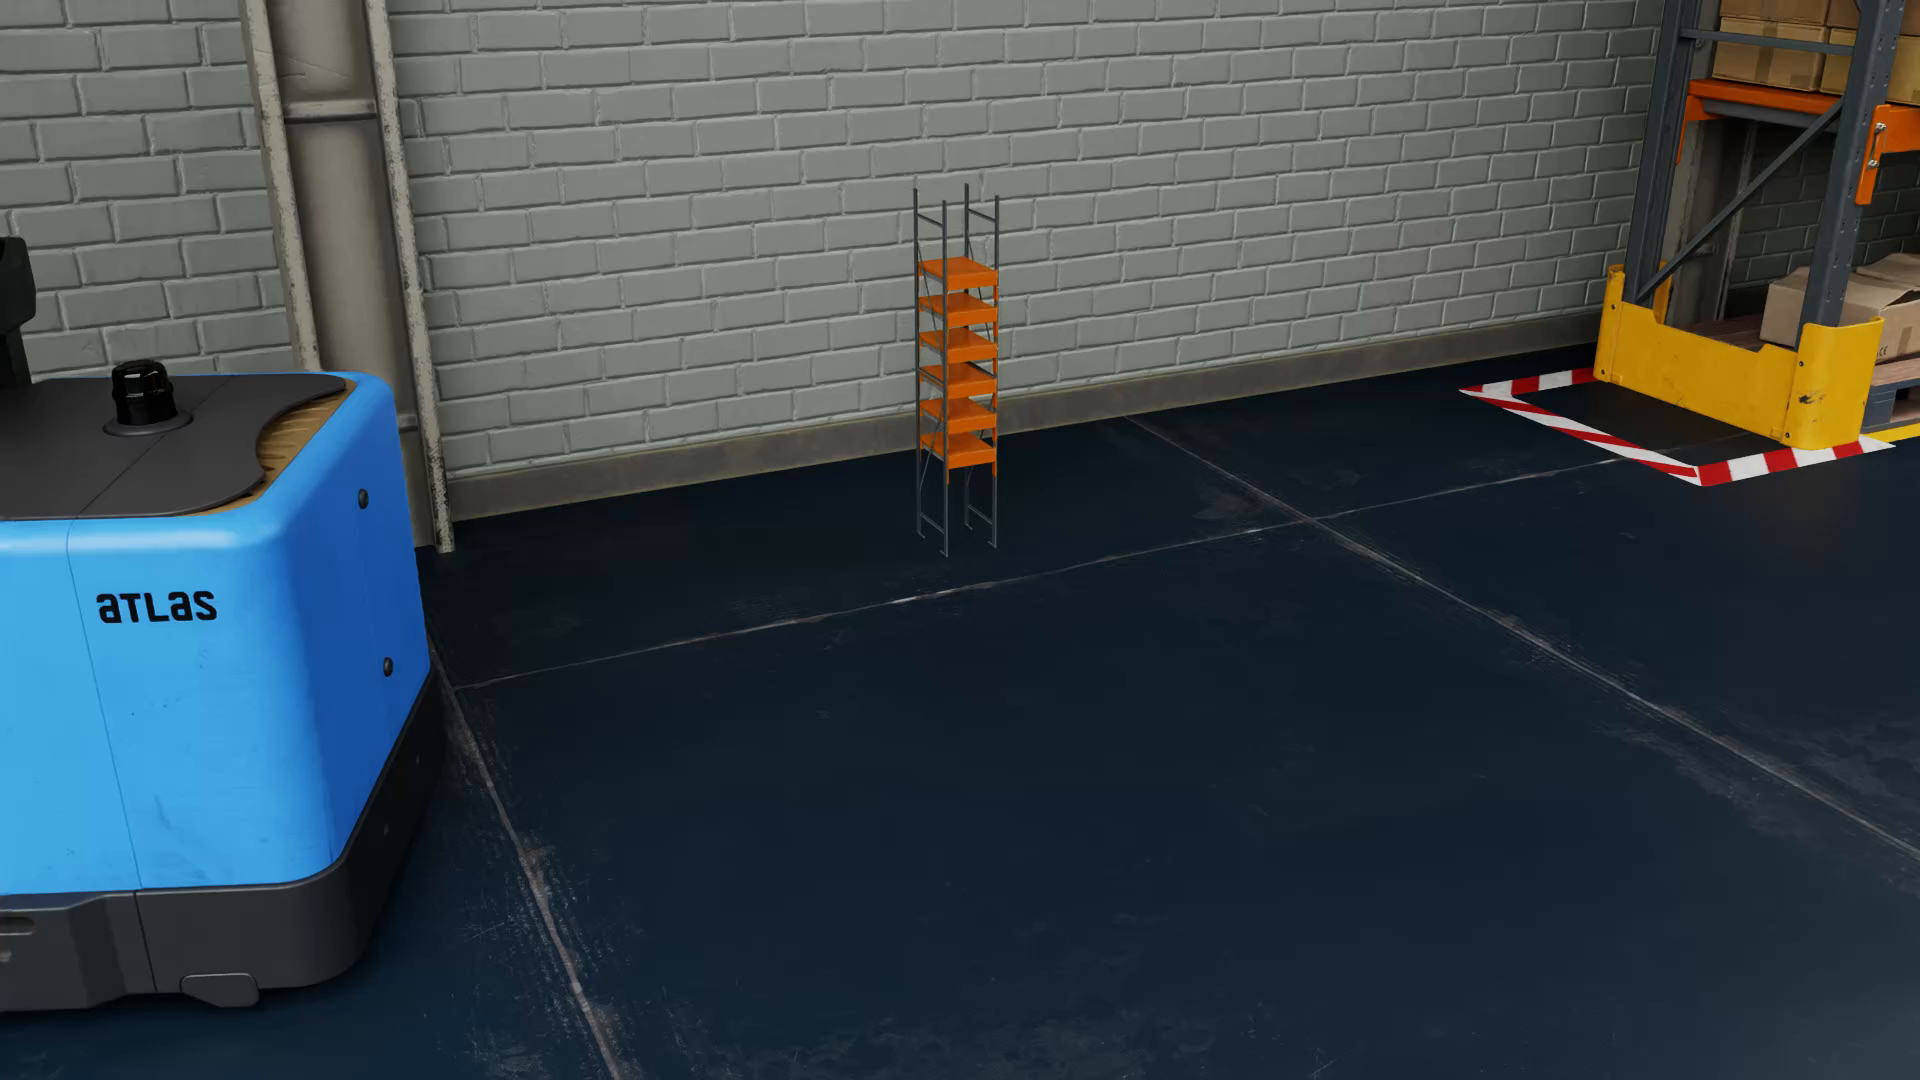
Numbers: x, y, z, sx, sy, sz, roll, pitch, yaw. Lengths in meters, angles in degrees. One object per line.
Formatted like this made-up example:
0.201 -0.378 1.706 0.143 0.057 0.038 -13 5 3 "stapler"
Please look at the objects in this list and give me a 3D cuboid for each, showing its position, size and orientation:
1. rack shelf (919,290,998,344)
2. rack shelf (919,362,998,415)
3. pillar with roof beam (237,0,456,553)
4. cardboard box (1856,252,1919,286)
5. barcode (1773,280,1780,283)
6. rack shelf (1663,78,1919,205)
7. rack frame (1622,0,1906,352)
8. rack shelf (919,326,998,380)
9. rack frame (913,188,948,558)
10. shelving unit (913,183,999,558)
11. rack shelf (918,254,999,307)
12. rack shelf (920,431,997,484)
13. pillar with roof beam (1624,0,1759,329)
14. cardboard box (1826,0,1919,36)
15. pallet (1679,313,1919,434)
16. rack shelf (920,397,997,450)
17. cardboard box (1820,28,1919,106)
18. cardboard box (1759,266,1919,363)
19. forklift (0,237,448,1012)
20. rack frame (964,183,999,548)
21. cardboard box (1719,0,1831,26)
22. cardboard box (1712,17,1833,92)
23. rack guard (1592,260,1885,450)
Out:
-0.013 -0.733 5.440 0.180 0.103 0.258 -10 25 -24 "rack shelf"
-0.013 -0.511 5.532 0.180 0.103 0.258 -10 25 -24 "rack shelf"
-0.096 -2.658 0.406 0.400 9.000 9.100 -10 25 -24 "pillar with roof beam"
4.364 -1.090 7.402 0.500 0.311 0.500 -8 24 -19 "cardboard box"
3.693 -1.141 7.512 0.075 0.075 0.001 -10 25 -24 "barcode"
4.990 -1.950 7.481 4.000 0.370 1.077 -10 25 -24 "rack shelf"
3.188 -1.951 6.541 0.127 3.000 1.000 -10 25 -24 "rack frame"
-0.013 -0.622 5.486 0.180 0.103 0.258 -10 25 -24 "rack shelf"
-0.095 -0.537 5.478 0.006 1.200 0.240 -10 25 -24 "rack frame"
-0.013 -0.552 5.515 0.189 1.200 0.258 -10 25 -24 "shelving unit"
-0.013 -0.844 5.394 0.180 0.103 0.258 -10 25 -24 "rack shelf"
-0.013 -0.289 5.624 0.180 0.103 0.258 -10 25 -24 "rack shelf"
5.311 -3.654 2.811 0.400 9.000 9.100 -10 25 -24 "pillar with roof beam"
3.749 -2.213 6.364 0.500 0.500 0.500 -10 25 -24 "cardboard box"
4.004 -0.798 7.401 1.213 0.211 1.003 -10 25 -24 "pallet"
-0.013 -0.400 5.578 0.180 0.103 0.258 -10 25 -24 "rack shelf"
3.765 -1.863 6.498 0.500 0.250 0.500 -11 25 -25 "cardboard box"
3.851 -0.996 7.174 0.500 0.311 0.500 -14 26 -30 "cardboard box"
-2.790 -0.541 3.224 3.031 2.935 1.130 -2 23 -4 "forklift"
0.069 -0.567 5.551 0.006 1.200 0.240 -10 25 -24 "rack frame"
3.521 -2.389 6.789 0.500 0.500 0.500 -11 25 -24 "cardboard box"
3.525 -2.035 6.915 0.500 0.250 0.500 -10 25 -23 "cardboard box"
3.257 -0.809 7.050 0.348 0.500 1.175 -10 25 -24 "rack guard"
